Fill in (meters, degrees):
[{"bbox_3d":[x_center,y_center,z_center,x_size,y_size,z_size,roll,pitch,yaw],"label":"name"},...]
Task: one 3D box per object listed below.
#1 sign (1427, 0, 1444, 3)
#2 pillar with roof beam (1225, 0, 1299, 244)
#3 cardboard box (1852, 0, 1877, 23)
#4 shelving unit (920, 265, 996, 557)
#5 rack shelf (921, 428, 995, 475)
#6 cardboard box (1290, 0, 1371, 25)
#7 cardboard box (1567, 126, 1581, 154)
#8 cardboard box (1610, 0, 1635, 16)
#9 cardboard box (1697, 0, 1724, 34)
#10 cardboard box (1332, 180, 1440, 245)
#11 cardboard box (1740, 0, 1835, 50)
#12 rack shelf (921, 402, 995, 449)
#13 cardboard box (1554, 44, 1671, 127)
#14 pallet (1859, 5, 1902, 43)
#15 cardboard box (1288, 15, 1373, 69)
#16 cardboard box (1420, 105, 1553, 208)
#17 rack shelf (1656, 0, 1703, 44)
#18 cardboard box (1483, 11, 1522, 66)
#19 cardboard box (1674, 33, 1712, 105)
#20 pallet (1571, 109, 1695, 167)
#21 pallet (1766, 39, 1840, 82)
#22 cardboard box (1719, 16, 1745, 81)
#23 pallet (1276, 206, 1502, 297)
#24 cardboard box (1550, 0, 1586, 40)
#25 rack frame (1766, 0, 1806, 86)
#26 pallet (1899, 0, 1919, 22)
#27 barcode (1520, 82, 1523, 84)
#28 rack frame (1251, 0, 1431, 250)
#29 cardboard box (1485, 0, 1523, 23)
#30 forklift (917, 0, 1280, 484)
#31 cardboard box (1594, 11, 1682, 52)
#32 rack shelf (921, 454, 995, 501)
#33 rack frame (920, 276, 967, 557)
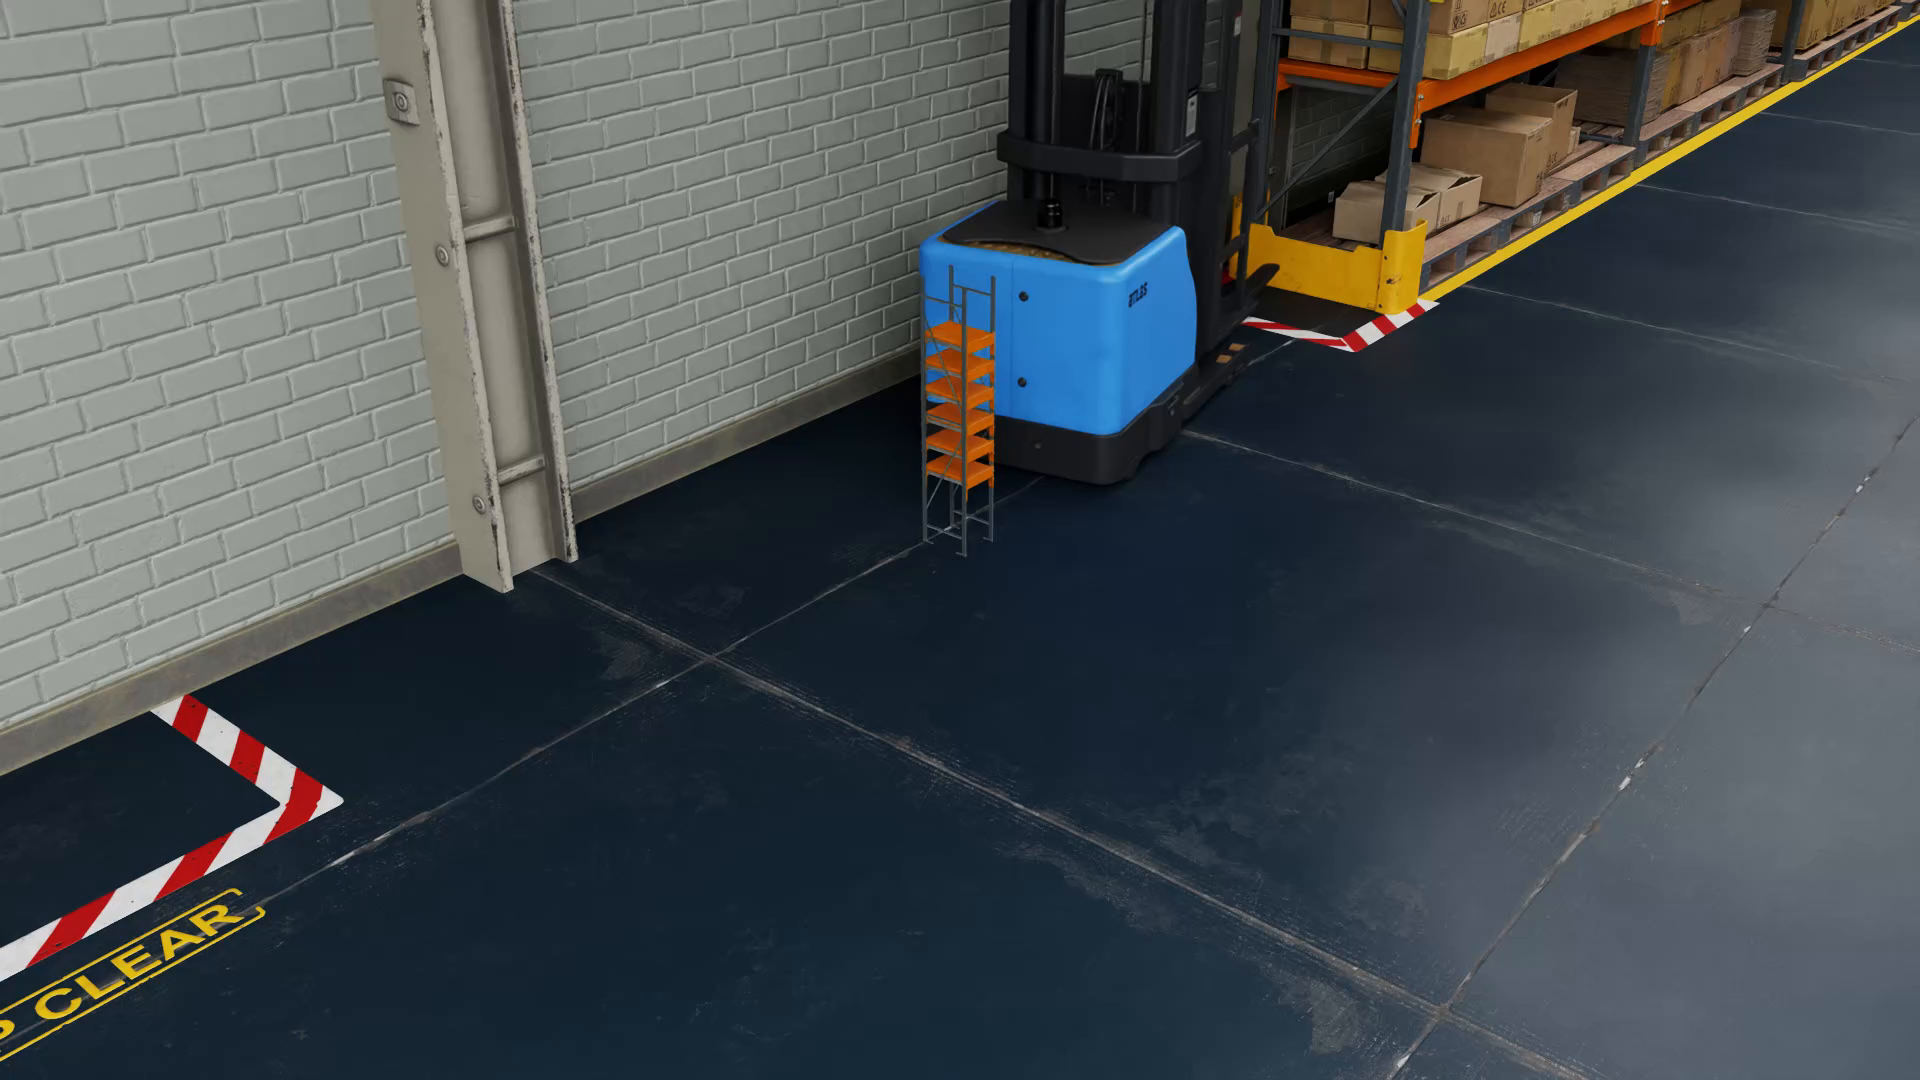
[{"bbox_3d":[2.589,-3.081,8.999,0.100,0.325,0.005,21,34,34],"label":"sign"},{"bbox_3d":[5.270,-4.763,6.662,9.100,9.000,0.400,21,34,34],"label":"pillar with roof beam"},{"bbox_3d":[8.927,-5.757,16.996,0.750,0.750,0.750,22,35,36],"label":"cardboard box"},{"bbox_3d":[-0.009,-0.528,6.964,0.258,1.200,0.189,21,34,34],"label":"shelving unit"},{"bbox_3d":[-0.009,-0.382,7.040,0.258,0.103,0.180,21,34,34],"label":"rack shelf"},{"bbox_3d":[2.306,-3.360,9.805,0.500,0.500,0.500,20,34,34],"label":"cardboard box"},{"bbox_3d":[4.398,-3.012,12.412,0.380,0.166,0.250,16,31,28],"label":"cardboard box"},{"bbox_3d":[4.324,-3.785,11.443,0.500,0.250,0.500,21,34,35],"label":"cardboard box"},{"bbox_3d":[6.107,-4.472,14.055,0.500,0.250,0.500,21,34,34],"label":"cardboard box"},{"bbox_3d":[2.680,-2.075,10.445,0.500,0.311,0.500,17,32,29],"label":"cardboard box"},{"bbox_3d":[7.828,-5.146,15.815,0.750,0.750,0.750,20,34,34],"label":"cardboard box"},{"bbox_3d":[-0.009,-0.488,6.985,0.258,0.103,0.180,21,34,34],"label":"rack shelf"},{"bbox_3d":[5.170,-3.624,13.233,0.700,0.500,0.500,22,35,36],"label":"cardboard box"},{"bbox_3d":[9.371,-5.576,17.798,1.003,0.211,1.213,21,34,34],"label":"pallet"},{"bbox_3d":[2.318,-3.020,9.964,0.500,0.250,0.500,21,34,35],"label":"cardboard box"},{"bbox_3d":[3.548,-2.607,11.266,0.700,0.500,0.500,18,33,31],"label":"cardboard box"},{"bbox_3d":[5.987,-4.663,13.782,1.077,0.370,4.000,21,34,34],"label":"rack shelf"},{"bbox_3d":[3.045,-3.066,10.053,0.500,0.250,0.500,20,33,33],"label":"cardboard box"},{"bbox_3d":[5.816,-3.991,13.942,0.700,0.500,0.500,21,34,35],"label":"cardboard box"},{"bbox_3d":[5.209,-3.311,13.421,1.003,0.211,1.213,21,34,34],"label":"pallet"},{"bbox_3d":[7.819,-4.711,16.126,1.003,0.211,1.213,21,34,34],"label":"pallet"},{"bbox_3d":[6.424,-4.358,14.650,0.700,0.500,0.500,21,34,34],"label":"cardboard box"},{"bbox_3d":[2.763,-1.921,10.734,1.003,0.211,1.213,21,34,34],"label":"pallet"},{"bbox_3d":[3.697,-3.423,10.744,0.500,0.250,0.500,21,34,35],"label":"cardboard box"},{"bbox_3d":[7.259,-5.692,14.987,1.000,3.000,0.127,21,34,34],"label":"rack frame"},{"bbox_3d":[10.348,-6.118,18.846,1.003,0.211,1.213,21,34,34],"label":"pallet"},{"bbox_3d":[4.186,-3.379,12.411,0.001,0.075,0.075,21,34,34],"label":"barcode"},{"bbox_3d":[2.171,-2.855,9.505,1.000,3.000,0.127,21,34,34],"label":"rack frame"},{"bbox_3d":[3.028,-3.384,9.853,0.500,0.500,0.500,21,34,35],"label":"cardboard box"},{"bbox_3d":[0.920,-2.202,8.316,1.130,2.935,3.031,13,30,24],"label":"forklift"},{"bbox_3d":[5.448,-4.115,13.365,0.500,0.250,0.500,20,33,33],"label":"cardboard box"},{"bbox_3d":[-0.009,-0.275,7.095,0.258,0.103,0.180,21,34,34],"label":"rack shelf"},{"bbox_3d":[-0.067,-0.495,6.902,0.240,1.200,0.006,21,34,34],"label":"rack frame"}]
